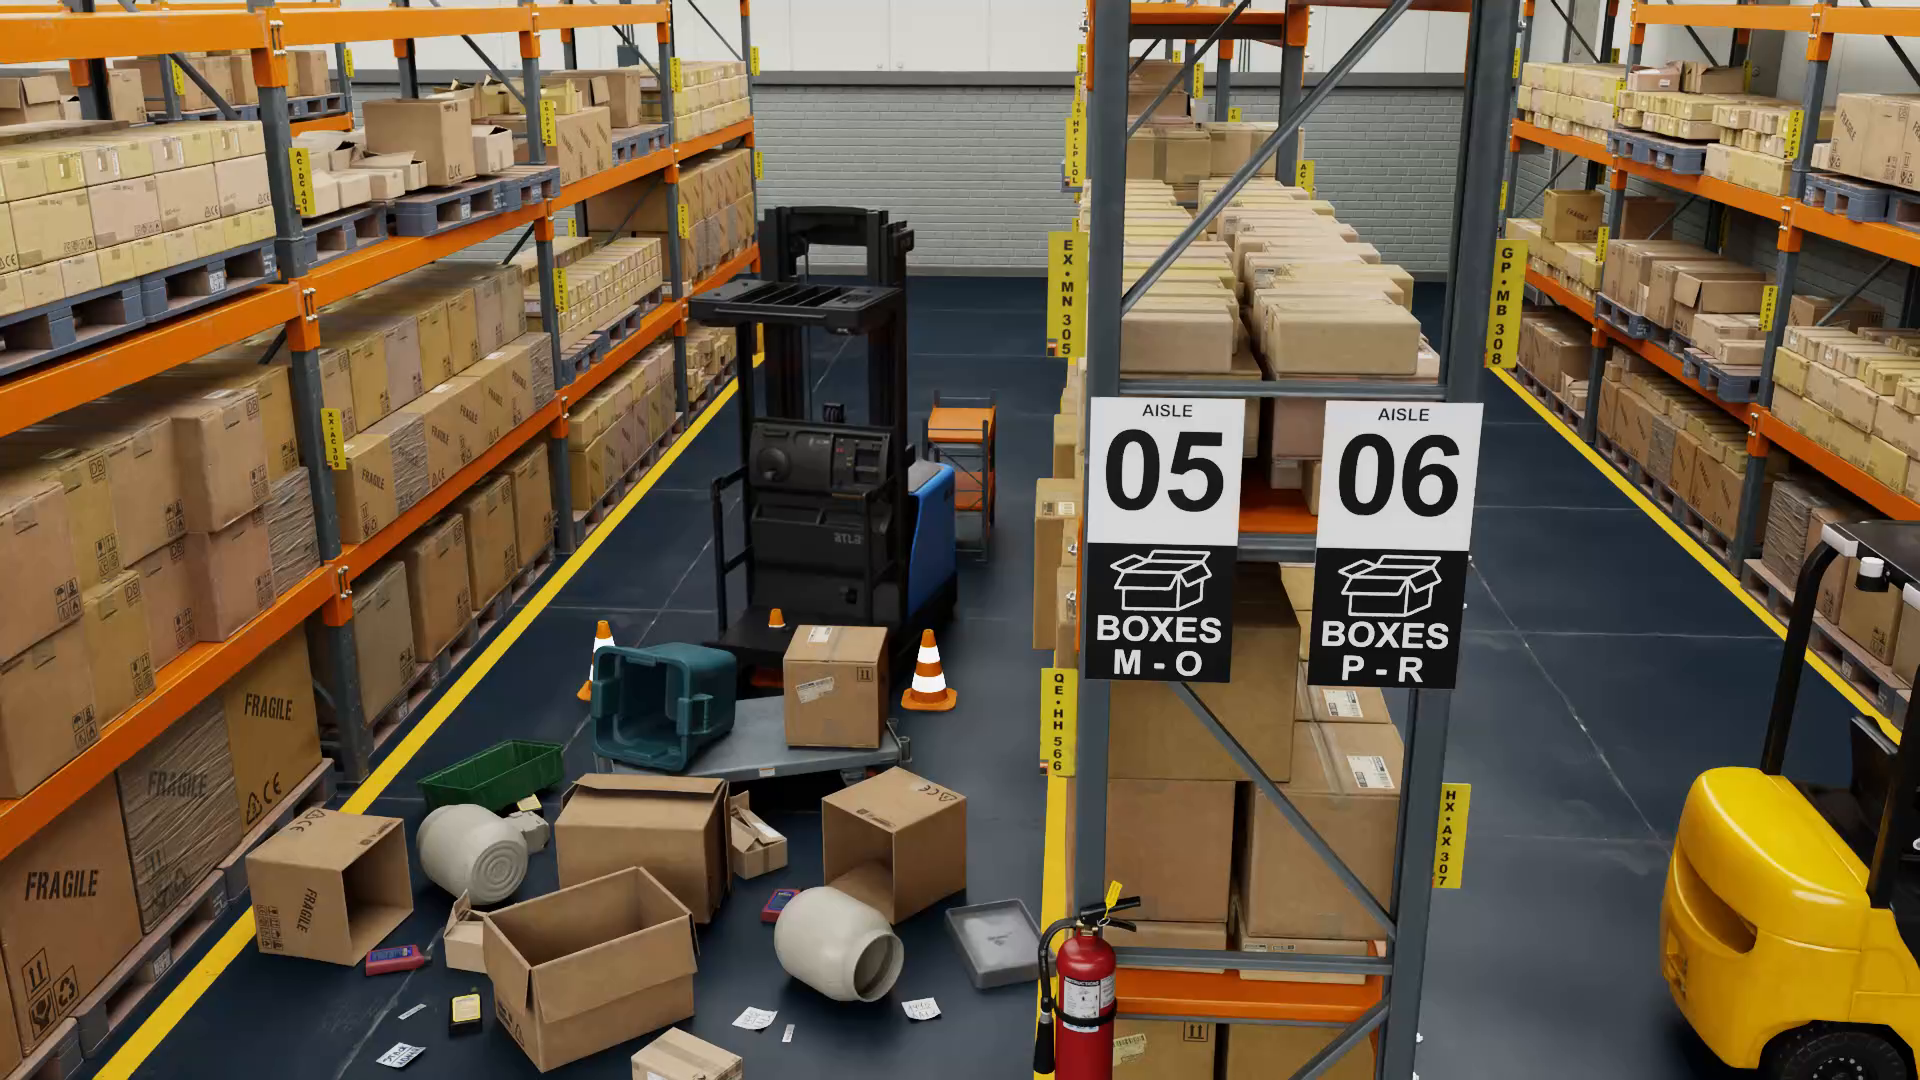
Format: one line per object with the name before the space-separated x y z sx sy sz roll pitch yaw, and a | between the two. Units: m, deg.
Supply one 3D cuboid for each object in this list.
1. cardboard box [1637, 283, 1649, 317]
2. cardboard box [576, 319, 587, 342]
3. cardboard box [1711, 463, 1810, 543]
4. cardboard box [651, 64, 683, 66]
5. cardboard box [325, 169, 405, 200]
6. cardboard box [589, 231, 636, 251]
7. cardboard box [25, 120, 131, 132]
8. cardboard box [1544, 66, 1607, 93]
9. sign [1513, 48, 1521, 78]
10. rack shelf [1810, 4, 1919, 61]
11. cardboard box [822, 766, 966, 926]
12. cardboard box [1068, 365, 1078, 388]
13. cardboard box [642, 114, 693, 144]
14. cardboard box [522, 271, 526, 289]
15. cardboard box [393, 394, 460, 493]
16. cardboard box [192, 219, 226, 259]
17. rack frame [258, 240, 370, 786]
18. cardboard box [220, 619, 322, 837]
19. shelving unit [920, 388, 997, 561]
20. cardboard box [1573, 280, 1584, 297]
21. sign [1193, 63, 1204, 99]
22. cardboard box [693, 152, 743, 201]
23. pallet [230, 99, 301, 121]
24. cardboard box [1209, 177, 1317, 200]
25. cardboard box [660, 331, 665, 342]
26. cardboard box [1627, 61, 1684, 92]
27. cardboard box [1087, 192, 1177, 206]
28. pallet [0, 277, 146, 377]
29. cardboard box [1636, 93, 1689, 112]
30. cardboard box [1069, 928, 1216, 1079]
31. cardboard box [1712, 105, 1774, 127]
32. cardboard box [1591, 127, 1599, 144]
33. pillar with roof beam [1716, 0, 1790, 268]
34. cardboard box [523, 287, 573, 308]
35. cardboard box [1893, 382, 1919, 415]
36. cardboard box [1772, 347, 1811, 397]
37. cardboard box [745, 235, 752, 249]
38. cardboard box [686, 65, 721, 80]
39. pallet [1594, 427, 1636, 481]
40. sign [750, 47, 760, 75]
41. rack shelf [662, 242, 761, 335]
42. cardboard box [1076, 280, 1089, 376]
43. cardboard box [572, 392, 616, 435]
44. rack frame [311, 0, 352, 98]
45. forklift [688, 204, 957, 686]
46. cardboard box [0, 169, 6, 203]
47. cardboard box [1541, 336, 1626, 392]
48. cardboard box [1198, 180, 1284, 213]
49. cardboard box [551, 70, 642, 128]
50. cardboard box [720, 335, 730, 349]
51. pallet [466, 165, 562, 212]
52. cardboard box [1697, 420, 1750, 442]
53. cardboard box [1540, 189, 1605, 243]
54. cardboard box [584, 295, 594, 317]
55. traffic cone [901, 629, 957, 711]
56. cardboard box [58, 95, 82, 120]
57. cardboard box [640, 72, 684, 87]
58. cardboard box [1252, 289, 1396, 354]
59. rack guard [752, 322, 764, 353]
cardboard box | 6.158 -2.098 14.550 0.396 0.266 0.258 2 18 7
cardboard box | -3.271 -1.713 13.564 0.380 0.149 0.250 2 18 7
cardboard box | 6.169 -0.291 12.833 0.500 0.500 0.500 2 18 6
cardboard box | -3.279 -5.183 18.403 0.380 0.149 0.250 2 18 5
cardboard box | -3.469 -2.072 9.680 0.380 0.149 0.250 1 18 4
cardboard box | -3.503 -2.919 16.877 0.500 0.500 0.500 1 18 4
cardboard box | -4.194 -1.916 7.924 0.380 0.149 0.250 1 18 4
cardboard box | 6.567 -4.915 17.747 0.500 0.250 0.500 1 18 3
sign | 6.386 -5.480 19.110 0.100 0.325 0.005 1 18 4
rack shelf | 6.210 -2.841 9.438 1.077 0.370 4.000 1 18 4
cardboard box | -0.318 1.479 8.103 0.500 0.500 0.500 17 25 41
cardboard box | 0.868 -0.542 8.017 0.700 0.500 0.500 1 18 3
cardboard box | -2.959 -4.066 16.438 0.500 0.250 0.500 2 18 7
cardboard box | -3.887 -2.174 14.014 0.380 0.149 0.250 1 18 4
cardboard box | -3.449 -0.606 10.295 0.500 0.500 0.500 1 18 4
cardboard box | -3.571 -1.364 7.519 0.380 0.149 0.250 2 18 5
rack frame | -3.829 -0.089 8.879 1.000 3.000 0.127 1 18 4
cardboard box | -3.944 0.914 8.553 0.875 0.875 0.875 2 18 5
shelving unit | 0.000 -0.537 13.254 0.538 1.125 1.048 1 18 4
cardboard box | 6.403 -2.533 16.740 0.380 0.149 0.250 2 18 5
sign | 2.231 -4.306 15.596 0.100 0.325 0.005 1 18 4
cardboard box | -2.790 -4.175 19.104 0.500 0.500 0.500 1 18 2
pallet | -8.036 -4.731 18.370 1.003 0.211 1.213 1 18 4
cardboard box | 1.557 -1.737 8.655 0.500 0.250 0.500 1 18 2
cardboard box | -3.469 -2.225 18.343 0.380 0.149 0.250 1 18 2
cardboard box | 6.270 -4.191 15.004 0.396 0.266 0.258 1 18 3
cardboard box | 0.750 -1.441 7.311 0.380 0.149 0.250 1 18 2
pallet | -3.988 -0.841 6.497 1.003 0.211 1.213 1 18 4
cardboard box | 6.173 -3.835 14.582 0.380 0.149 0.250 1 18 3
cardboard box | 0.626 1.728 5.869 0.500 0.500 0.500 1 18 4
cardboard box | 6.176 -3.344 13.118 0.380 0.149 0.250 1 18 4
cardboard box | 6.420 -3.969 16.304 0.380 0.149 0.250 2 18 6
pillar with roof beam | 3.295 -5.528 15.843 9.100 9.000 0.400 1 18 4
cardboard box | -3.299 -1.917 13.231 0.380 0.149 0.250 1 18 2
cardboard box | 5.874 -0.849 9.995 0.380 0.149 0.250 1 18 2
cardboard box | 6.053 -1.177 11.637 0.500 0.250 0.500 1 18 4
cardboard box | -2.710 -3.589 19.963 0.380 0.149 0.250 1 18 4
cardboard box | -2.823 -5.091 18.122 0.380 0.149 0.250 2 18 5
pallet | 6.620 -0.807 15.546 1.003 0.211 1.213 1 18 4
sign | -2.417 -5.644 19.591 0.100 0.325 0.005 1 18 4
rack shelf | -3.112 -2.853 18.469 1.077 0.370 4.000 1 18 4
cardboard box | 0.666 -0.746 5.828 0.500 0.250 0.500 2 18 5
cardboard box | -3.215 -1.066 13.995 0.500 0.250 0.500 1 18 3
rack frame | -7.909 -6.809 19.752 1.000 3.000 0.127 1 18 4
forklift | -0.949 -0.512 10.279 1.130 2.935 3.031 6 19 17
cardboard box | -3.682 -1.270 5.954 0.380 0.149 0.250 1 18 3
cardboard box | 6.614 -1.864 17.636 0.700 0.500 0.500 1 18 2
cardboard box | 1.311 -1.592 7.770 0.380 0.149 0.250 2 18 5
cardboard box | -3.392 -4.131 15.562 0.700 0.500 0.500 1 18 4
cardboard box | -2.819 -2.230 18.839 0.380 0.149 0.250 2 18 7
pallet | -3.535 -2.466 11.618 1.213 0.211 1.003 2 18 6
cardboard box | 6.252 -0.869 13.557 0.380 0.149 0.250 2 18 6
cardboard box | 6.519 -3.453 17.703 0.500 0.500 0.500 2 18 5
cardboard box | -3.256 -1.944 13.791 0.380 0.149 0.250 1 18 4
traffic cone | -0.192 0.779 10.303 0.336 0.463 0.334 1 18 4
cardboard box | -8.364 -3.960 15.343 0.500 0.311 0.500 1 18 2
cardboard box | -2.979 -4.603 16.634 0.380 0.149 0.250 1 18 3
cardboard box | 1.060 -0.637 4.857 0.380 0.149 0.250 1 18 4
rack guard | -2.974 -2.605 20.570 1.175 0.500 0.348 1 18 4
